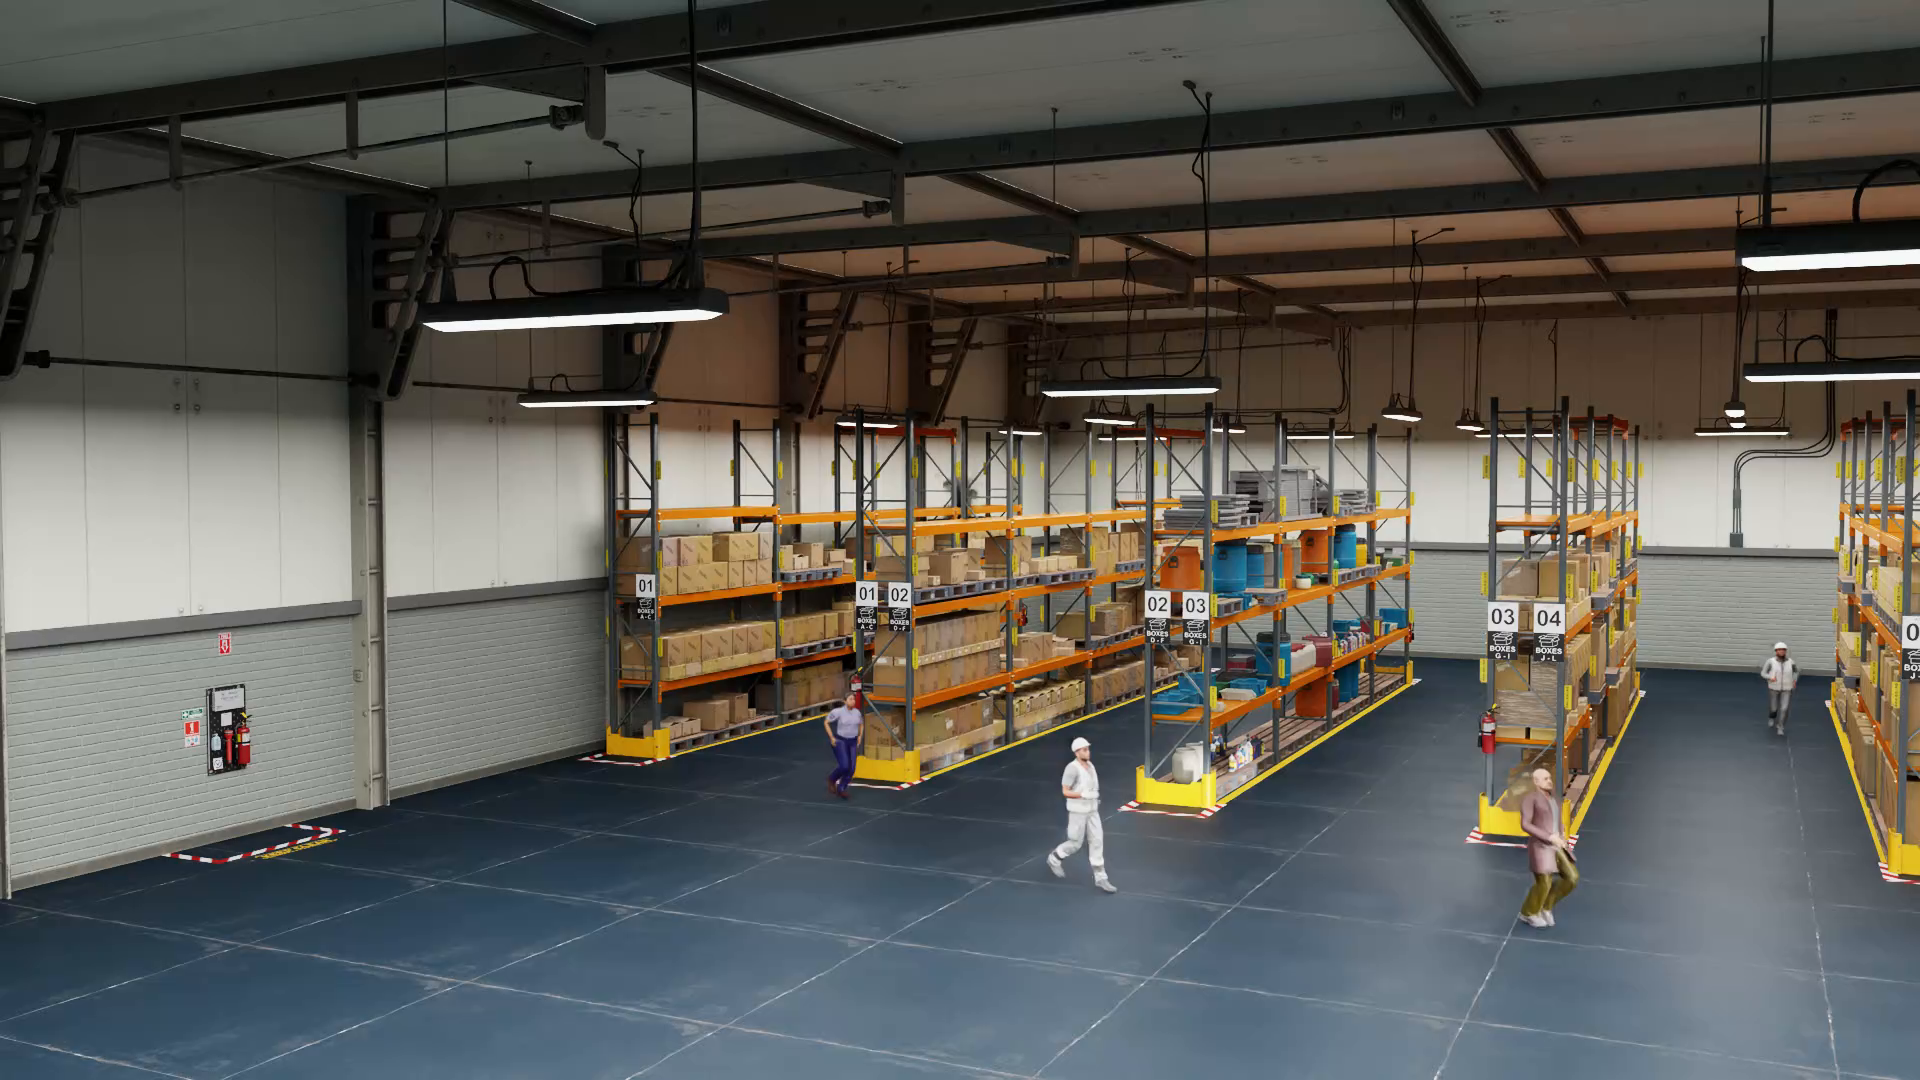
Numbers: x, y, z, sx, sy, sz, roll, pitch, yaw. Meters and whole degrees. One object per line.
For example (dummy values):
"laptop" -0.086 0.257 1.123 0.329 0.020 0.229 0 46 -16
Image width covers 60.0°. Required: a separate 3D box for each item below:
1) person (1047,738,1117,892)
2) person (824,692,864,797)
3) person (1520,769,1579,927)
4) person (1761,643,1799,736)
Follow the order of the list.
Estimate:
"person" 1.451 3.249 19.836 0.987 1.786 0.656 2 3 43
"person" -1.741 3.131 25.460 0.642 1.603 0.509 -2 3 -36
"person" 6.414 3.362 18.151 0.722 1.734 0.660 -1 3 -31
"person" 15.530 2.805 31.483 0.667 1.737 0.725 1 3 18
